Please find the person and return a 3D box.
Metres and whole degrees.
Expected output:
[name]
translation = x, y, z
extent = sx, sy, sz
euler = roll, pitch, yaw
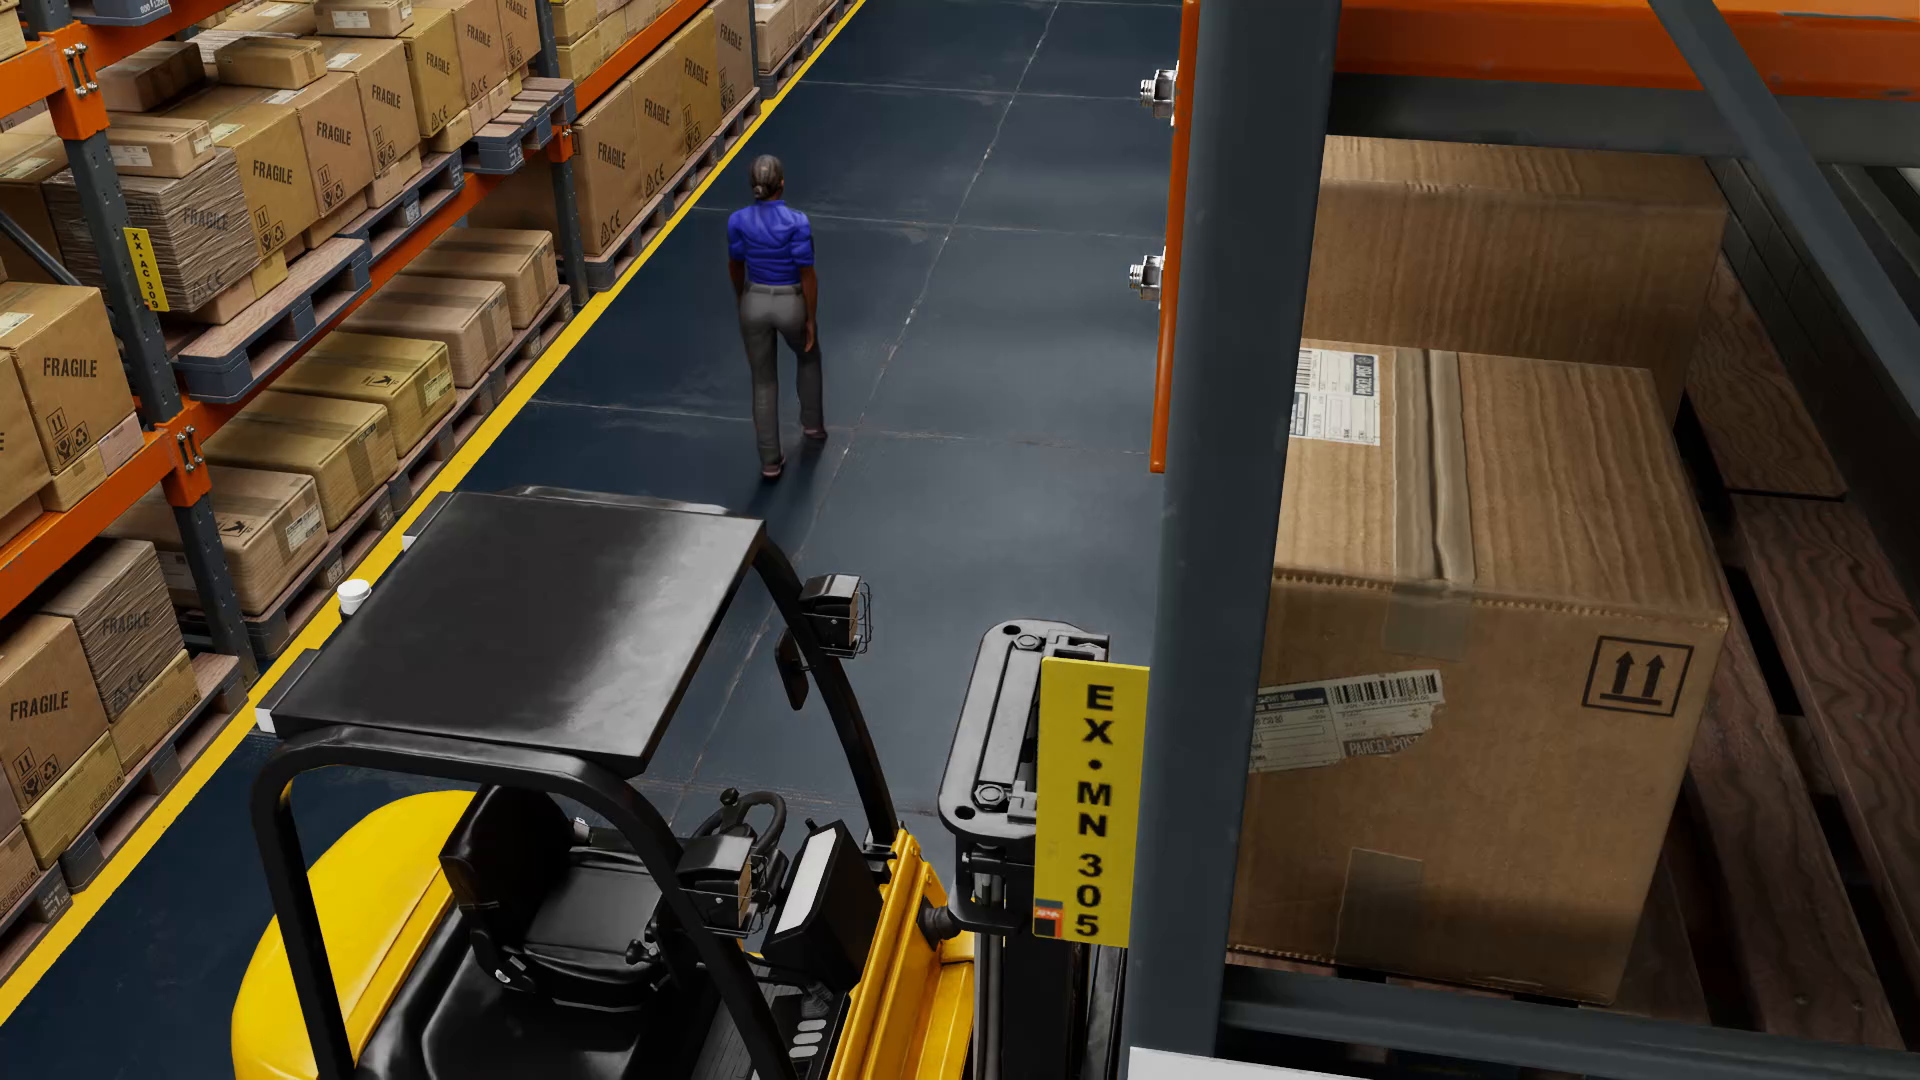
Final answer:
[person]
translation = -0.932, -1.123, 8.449
extent = 0.465, 1.730, 0.655
euler = 1, 33, 2
